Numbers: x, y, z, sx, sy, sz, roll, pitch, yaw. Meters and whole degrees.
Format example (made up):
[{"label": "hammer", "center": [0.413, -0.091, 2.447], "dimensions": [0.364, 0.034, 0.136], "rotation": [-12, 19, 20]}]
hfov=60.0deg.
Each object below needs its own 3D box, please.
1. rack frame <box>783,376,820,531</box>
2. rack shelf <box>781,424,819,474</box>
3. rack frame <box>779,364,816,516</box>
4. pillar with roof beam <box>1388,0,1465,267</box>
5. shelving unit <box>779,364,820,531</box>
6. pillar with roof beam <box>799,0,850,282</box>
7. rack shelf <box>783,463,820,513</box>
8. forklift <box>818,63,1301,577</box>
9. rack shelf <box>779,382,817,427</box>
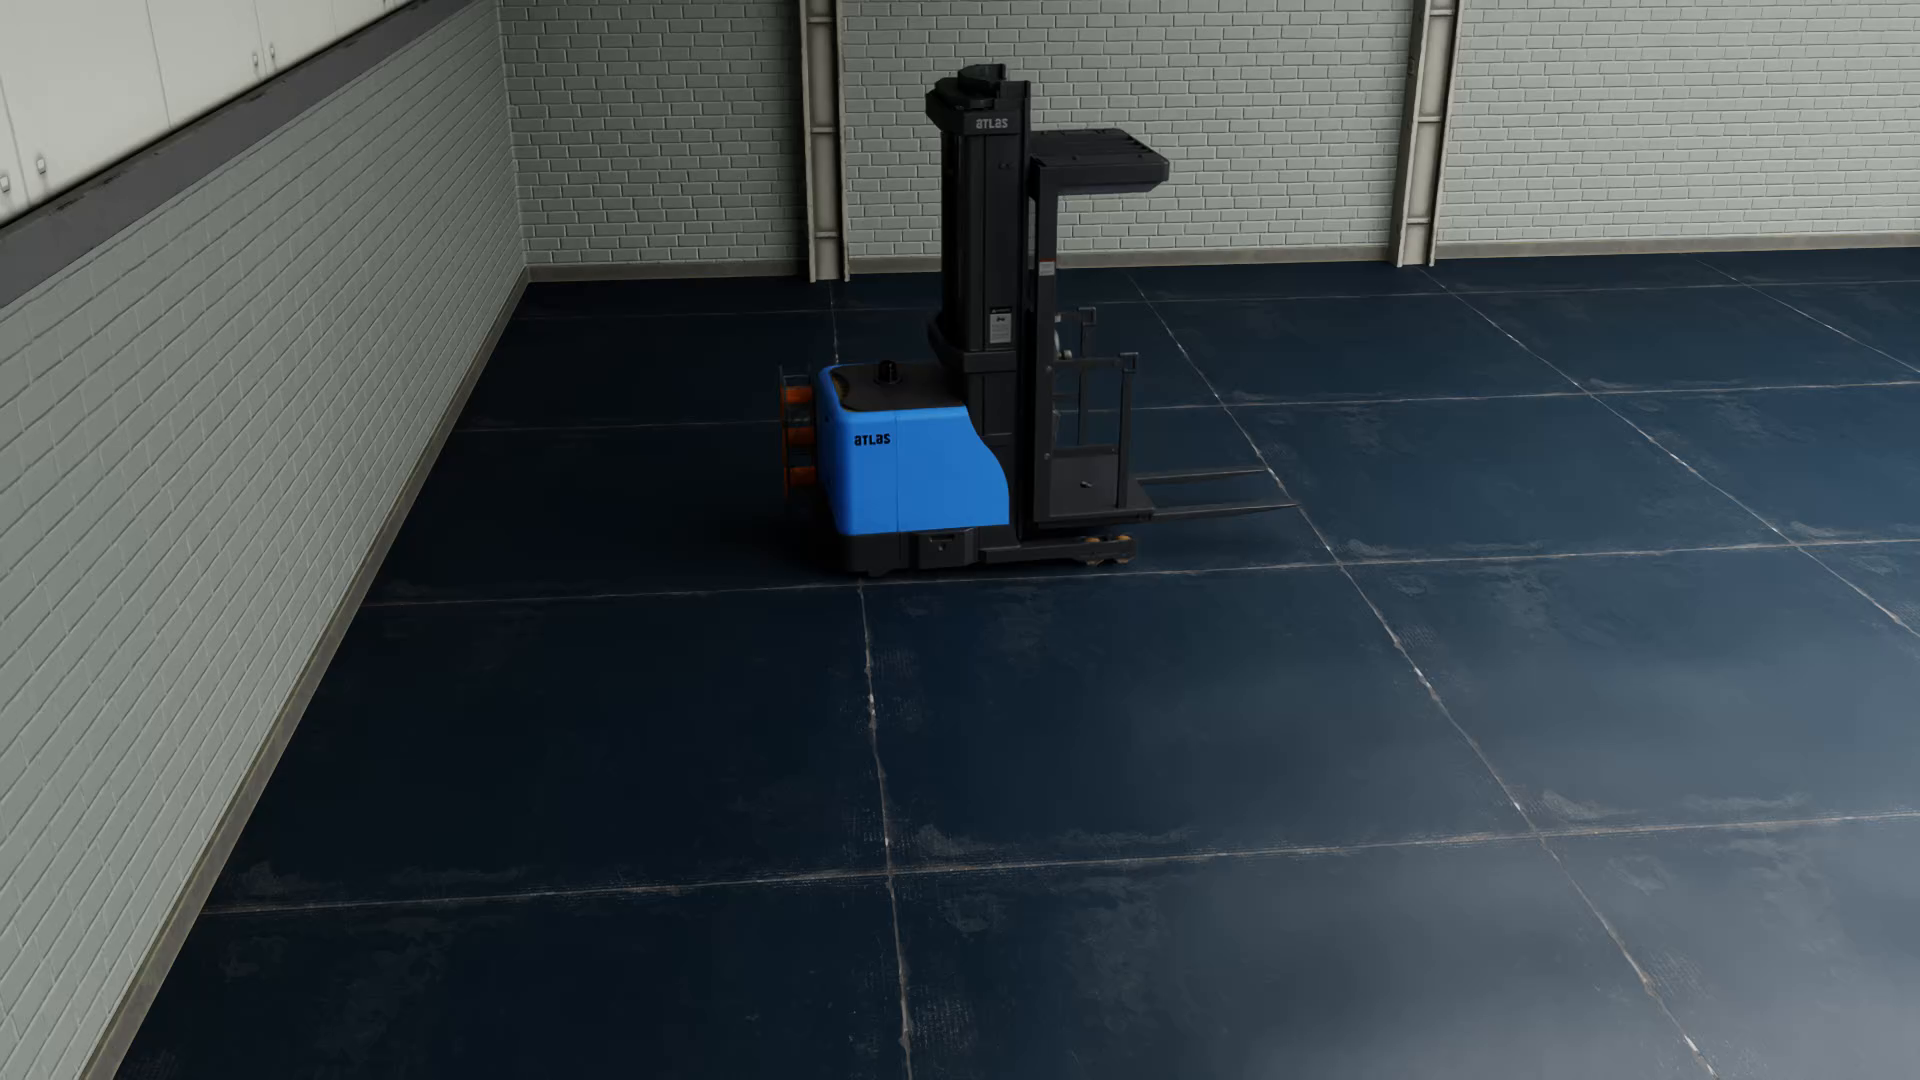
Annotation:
[{"label": "rack frame", "center": [-1.016, -0.549, 10.692], "dimensions": [0.200, 1.050, 0.008], "rotation": [-4, 24, -10]}, {"label": "rack shelf", "center": [-1.039, -0.588, 10.805], "dimensions": [0.215, 0.259, 0.240], "rotation": [-4, 24, -10]}, {"label": "rack frame", "center": [-1.062, -0.646, 10.911], "dimensions": [0.200, 1.050, 0.008], "rotation": [-4, 24, -10]}, {"label": "pillar with roof beam", "center": [5.083, -5.242, 11.464], "dimensions": [0.400, 9.000, 9.100], "rotation": [-2, 24, -5]}, {"label": "shelving unit", "center": [-1.039, -0.597, 10.801], "dimensions": [0.215, 1.050, 0.252], "rotation": [-4, 24, -10]}, {"label": "pillar with roof beam", "center": [-0.888, -5.003, 10.926], "dimensions": [0.400, 9.000, 9.100], "rotation": [-2, 24, -5]}, {"label": "rack shelf", "center": [-1.039, -0.334, 10.918], "dimensions": [0.215, 0.259, 0.240], "rotation": [-4, 24, -10]}, {"label": "forklift", "center": [0.653, -1.391, 10.271], "dimensions": [3.031, 2.935, 1.130], "rotation": [-4, 24, -10]}, {"label": "rack shelf", "center": [-1.039, -0.847, 10.690], "dimensions": [0.215, 0.259, 0.240], "rotation": [-4, 24, -10]}]
